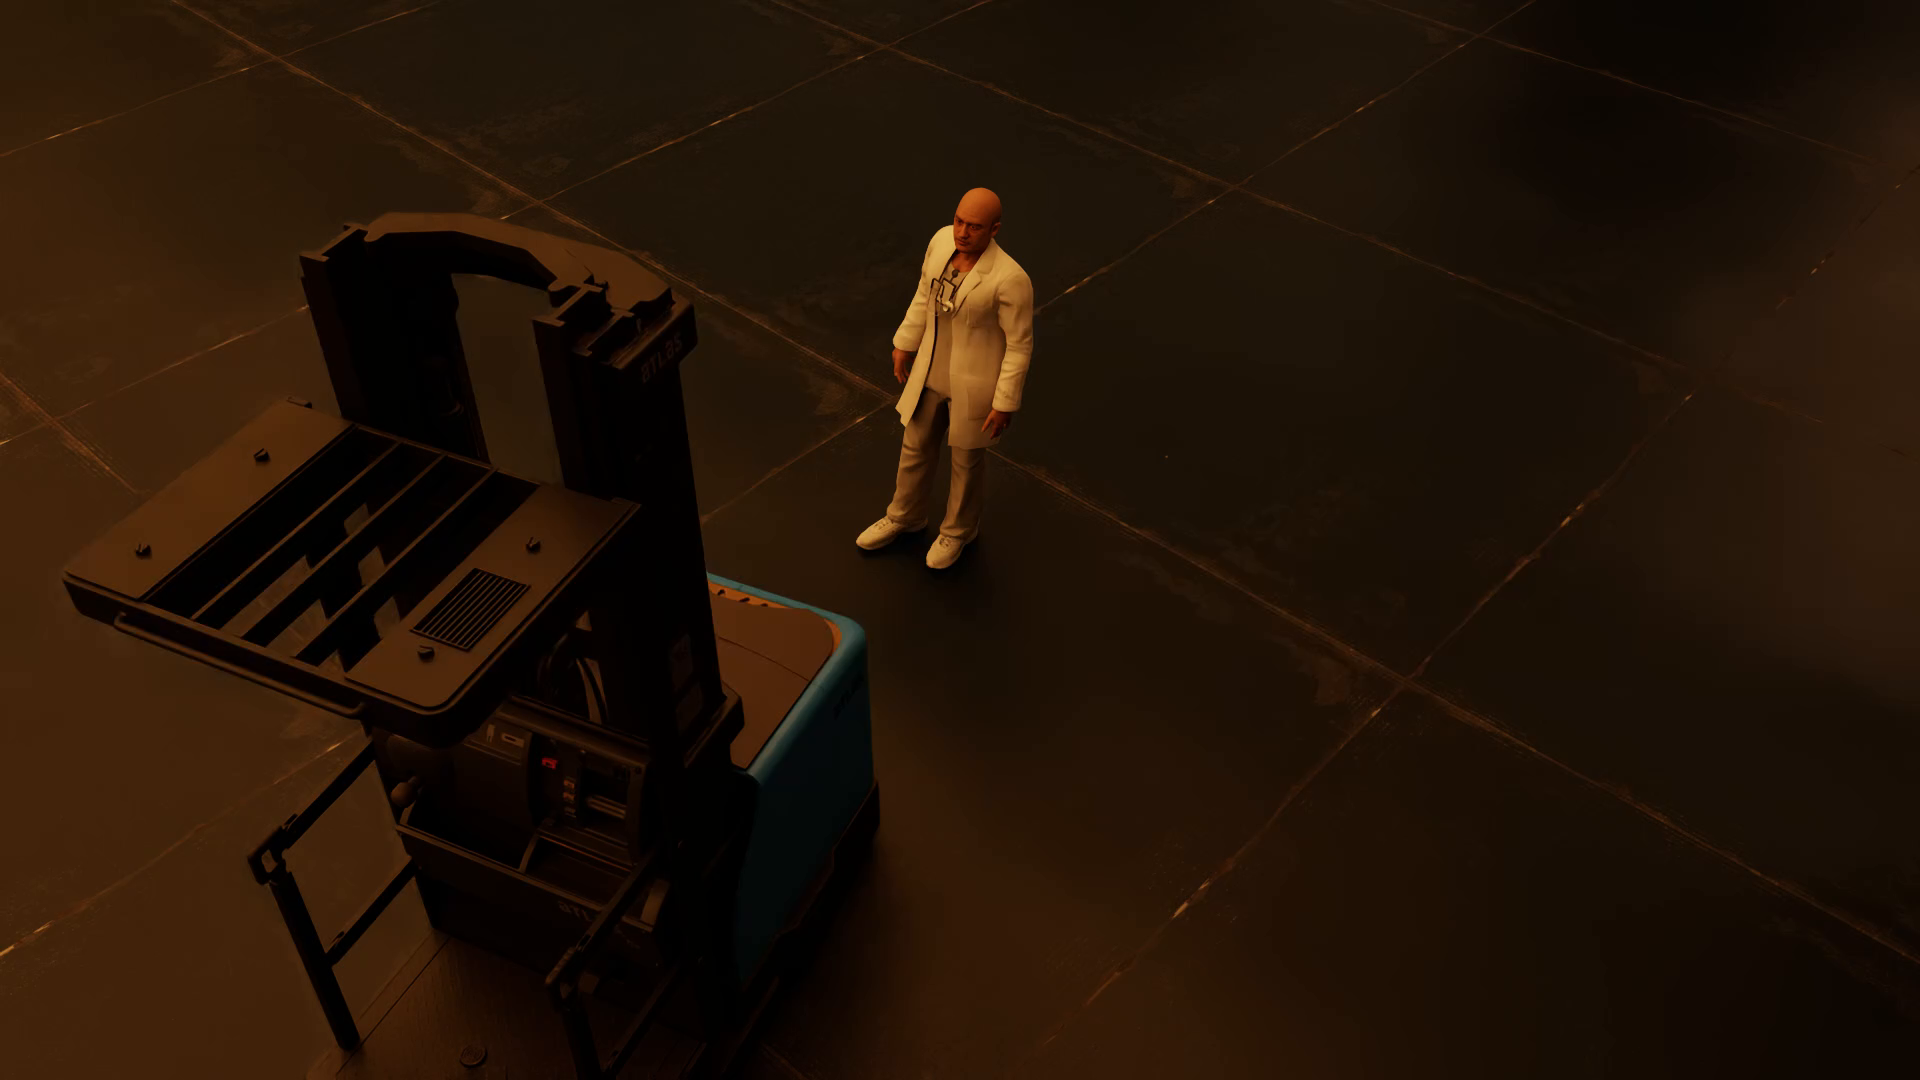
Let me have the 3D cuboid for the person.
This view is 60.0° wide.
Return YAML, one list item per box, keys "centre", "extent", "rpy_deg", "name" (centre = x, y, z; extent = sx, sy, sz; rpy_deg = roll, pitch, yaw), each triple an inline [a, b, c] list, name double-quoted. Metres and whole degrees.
- centre: [-0.065, -0.638, 7.046]
  extent: [0.698, 1.777, 0.578]
  rpy_deg: [31, 49, 31]
  name: "person"

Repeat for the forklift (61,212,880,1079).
- centre: [-1.375, 0.729, 4.578]
  extent: [1.130, 2.935, 3.031]
  rpy_deg: [17, 43, 18]
  name: "forklift"
